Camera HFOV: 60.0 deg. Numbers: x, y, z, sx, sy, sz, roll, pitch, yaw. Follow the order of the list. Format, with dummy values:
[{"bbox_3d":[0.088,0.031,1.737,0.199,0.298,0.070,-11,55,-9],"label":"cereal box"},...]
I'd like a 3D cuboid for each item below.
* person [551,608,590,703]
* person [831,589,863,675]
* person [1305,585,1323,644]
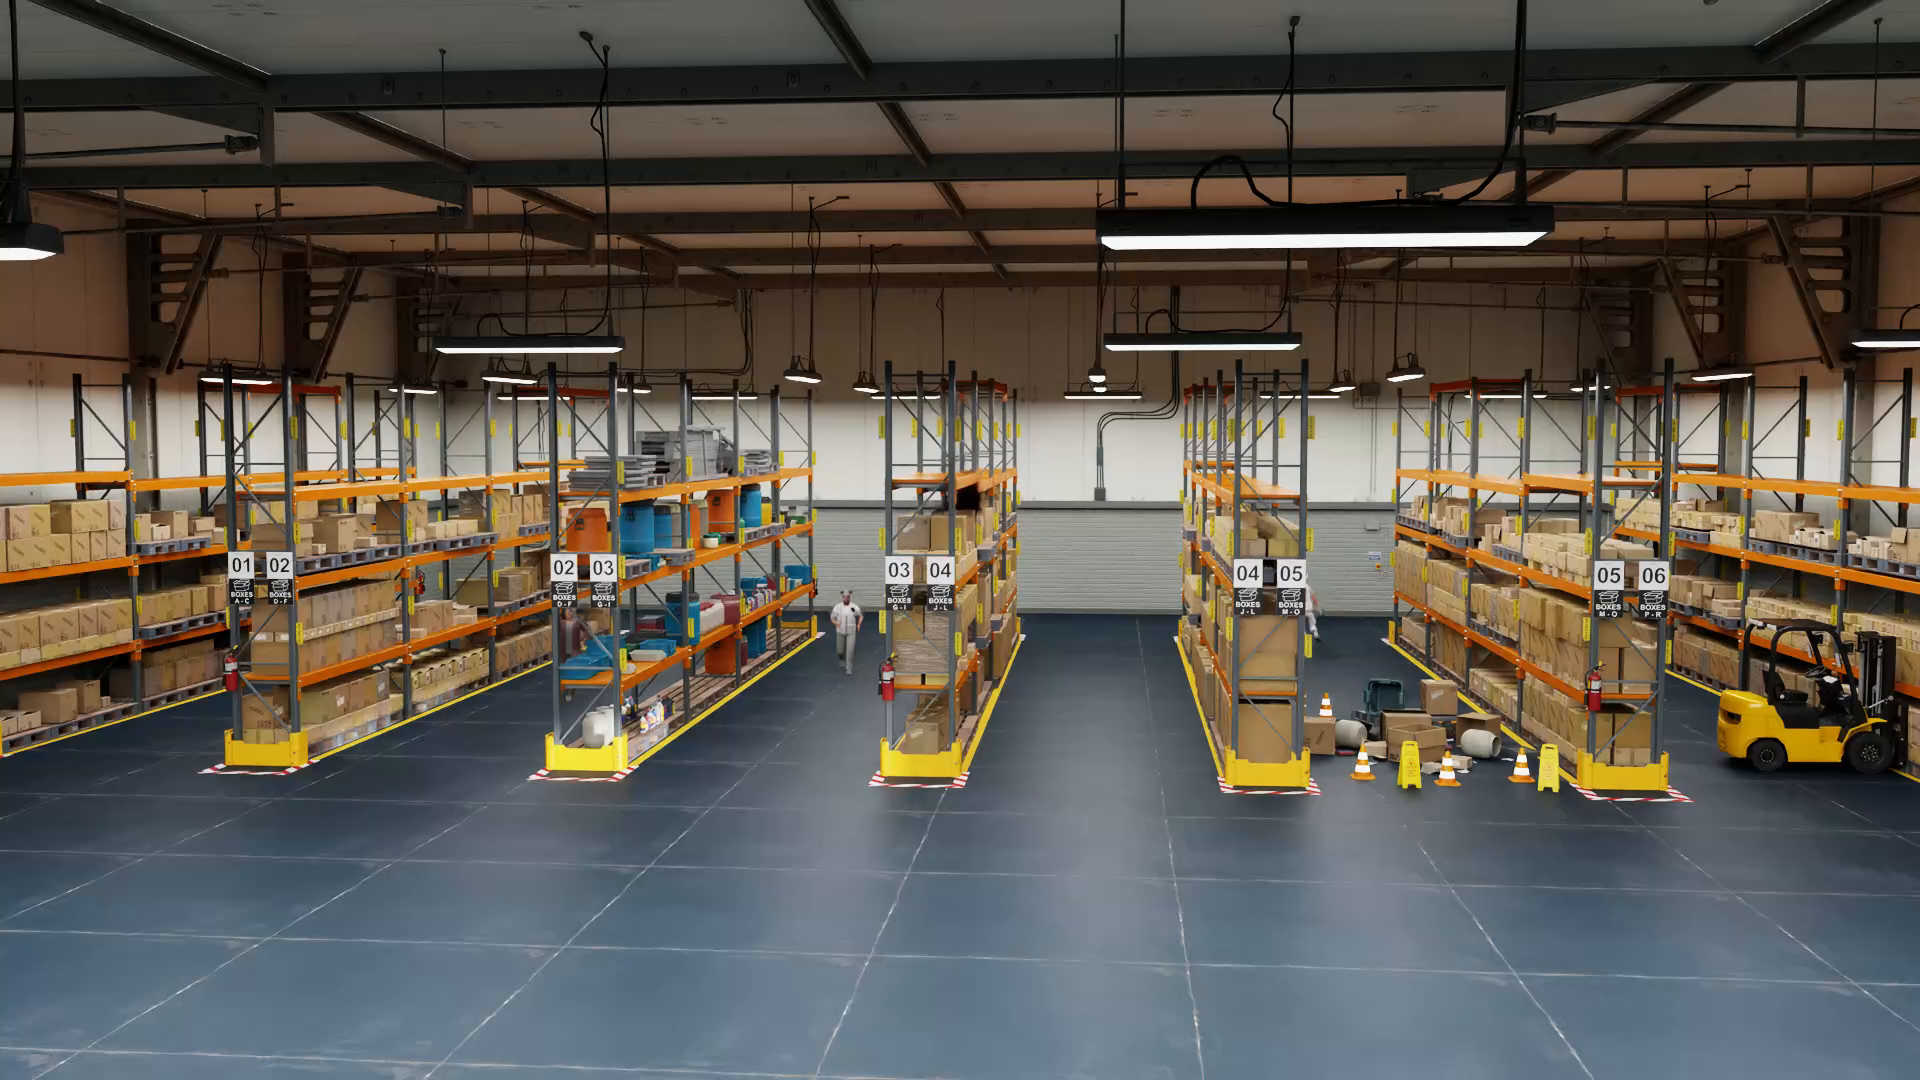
[{"bbox_3d":[-7.251,2.094,30.974,0.712,1.764,0.918,0,4,-5],"label":"person"},{"bbox_3d":[-2.335,1.878,34.227,0.655,1.740,0.782,0,4,-3],"label":"person"},{"bbox_3d":[7.938,1.650,38.345,0.739,1.625,0.831,0,4,-2],"label":"person"}]
